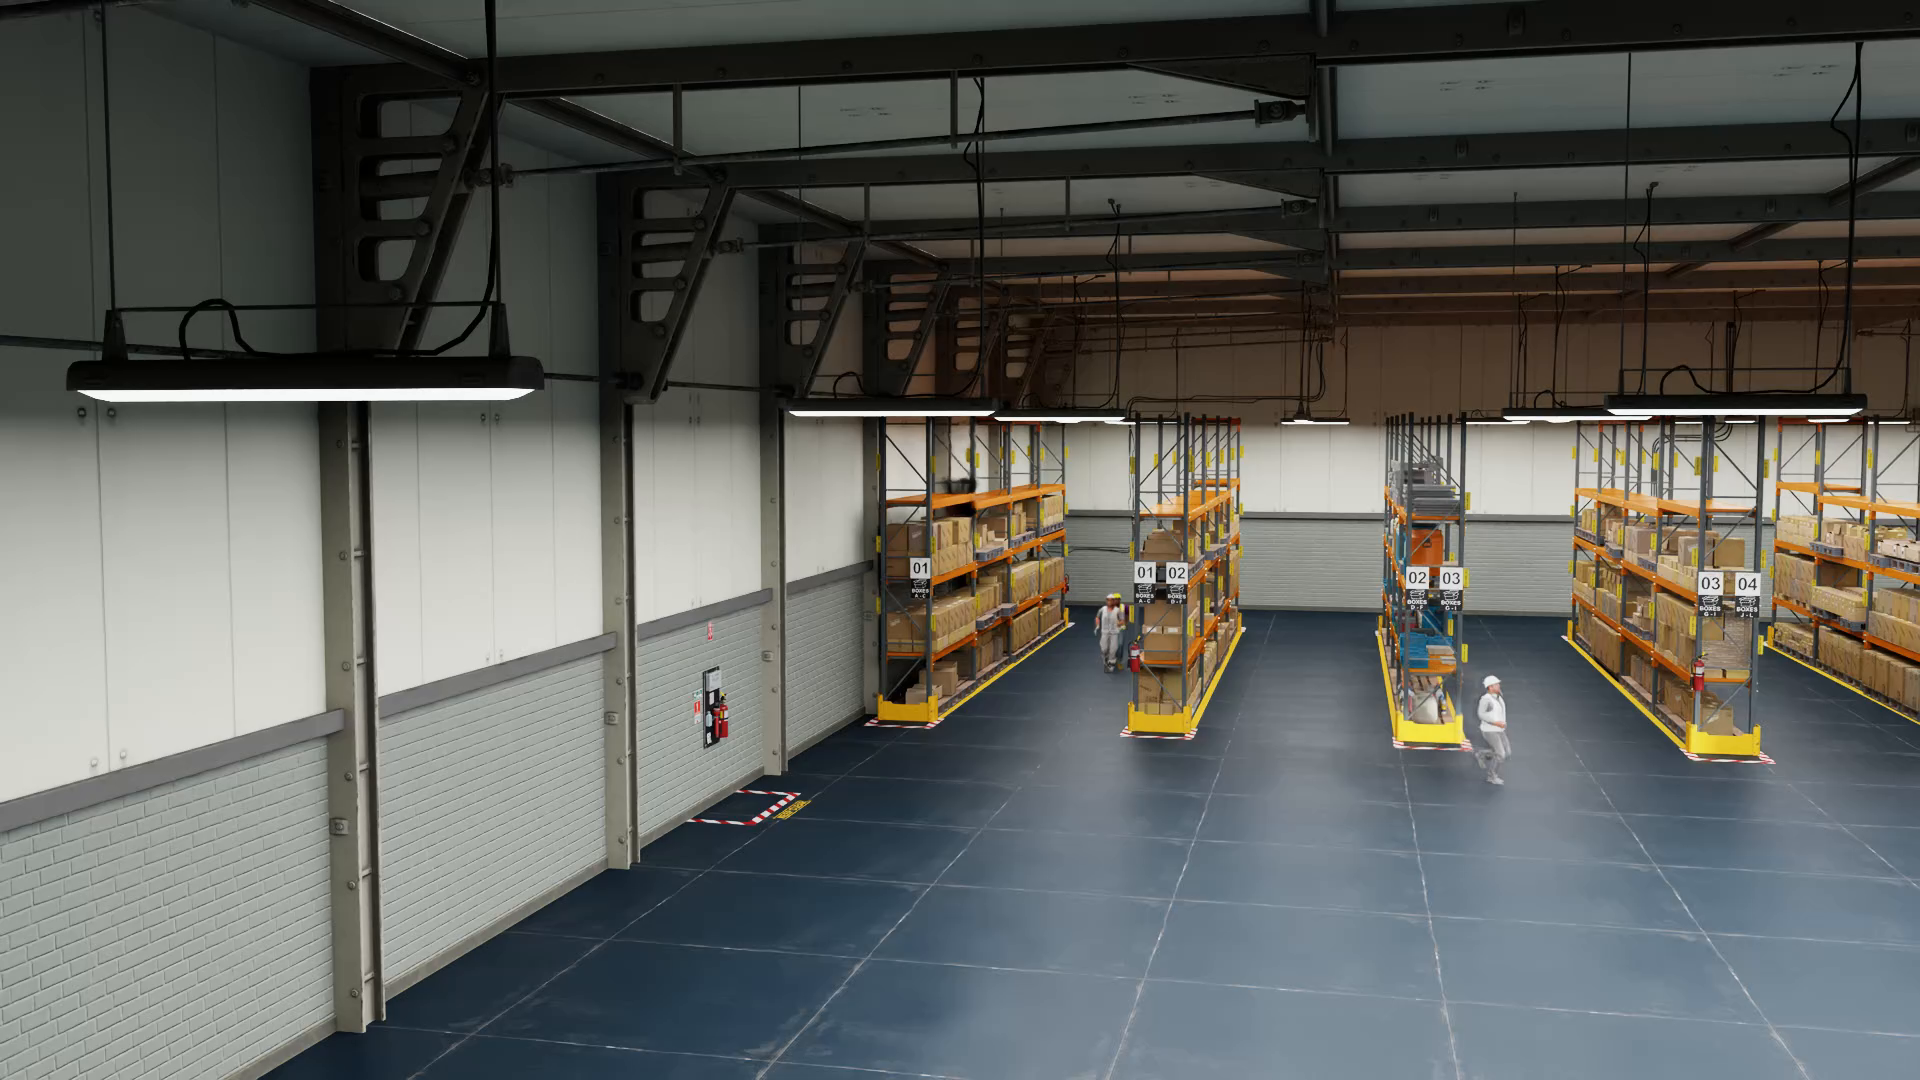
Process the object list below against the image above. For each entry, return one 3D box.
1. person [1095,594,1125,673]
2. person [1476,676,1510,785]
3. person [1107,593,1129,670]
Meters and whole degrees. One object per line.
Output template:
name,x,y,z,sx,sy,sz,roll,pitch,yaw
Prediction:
person,3.283,2.076,36.594,0.664,1.759,0.603,1,4,11
person,8.570,3.054,26.824,0.583,1.733,0.702,3,5,40
person,3.709,2.163,39.636,0.676,1.814,0.788,0,4,6
